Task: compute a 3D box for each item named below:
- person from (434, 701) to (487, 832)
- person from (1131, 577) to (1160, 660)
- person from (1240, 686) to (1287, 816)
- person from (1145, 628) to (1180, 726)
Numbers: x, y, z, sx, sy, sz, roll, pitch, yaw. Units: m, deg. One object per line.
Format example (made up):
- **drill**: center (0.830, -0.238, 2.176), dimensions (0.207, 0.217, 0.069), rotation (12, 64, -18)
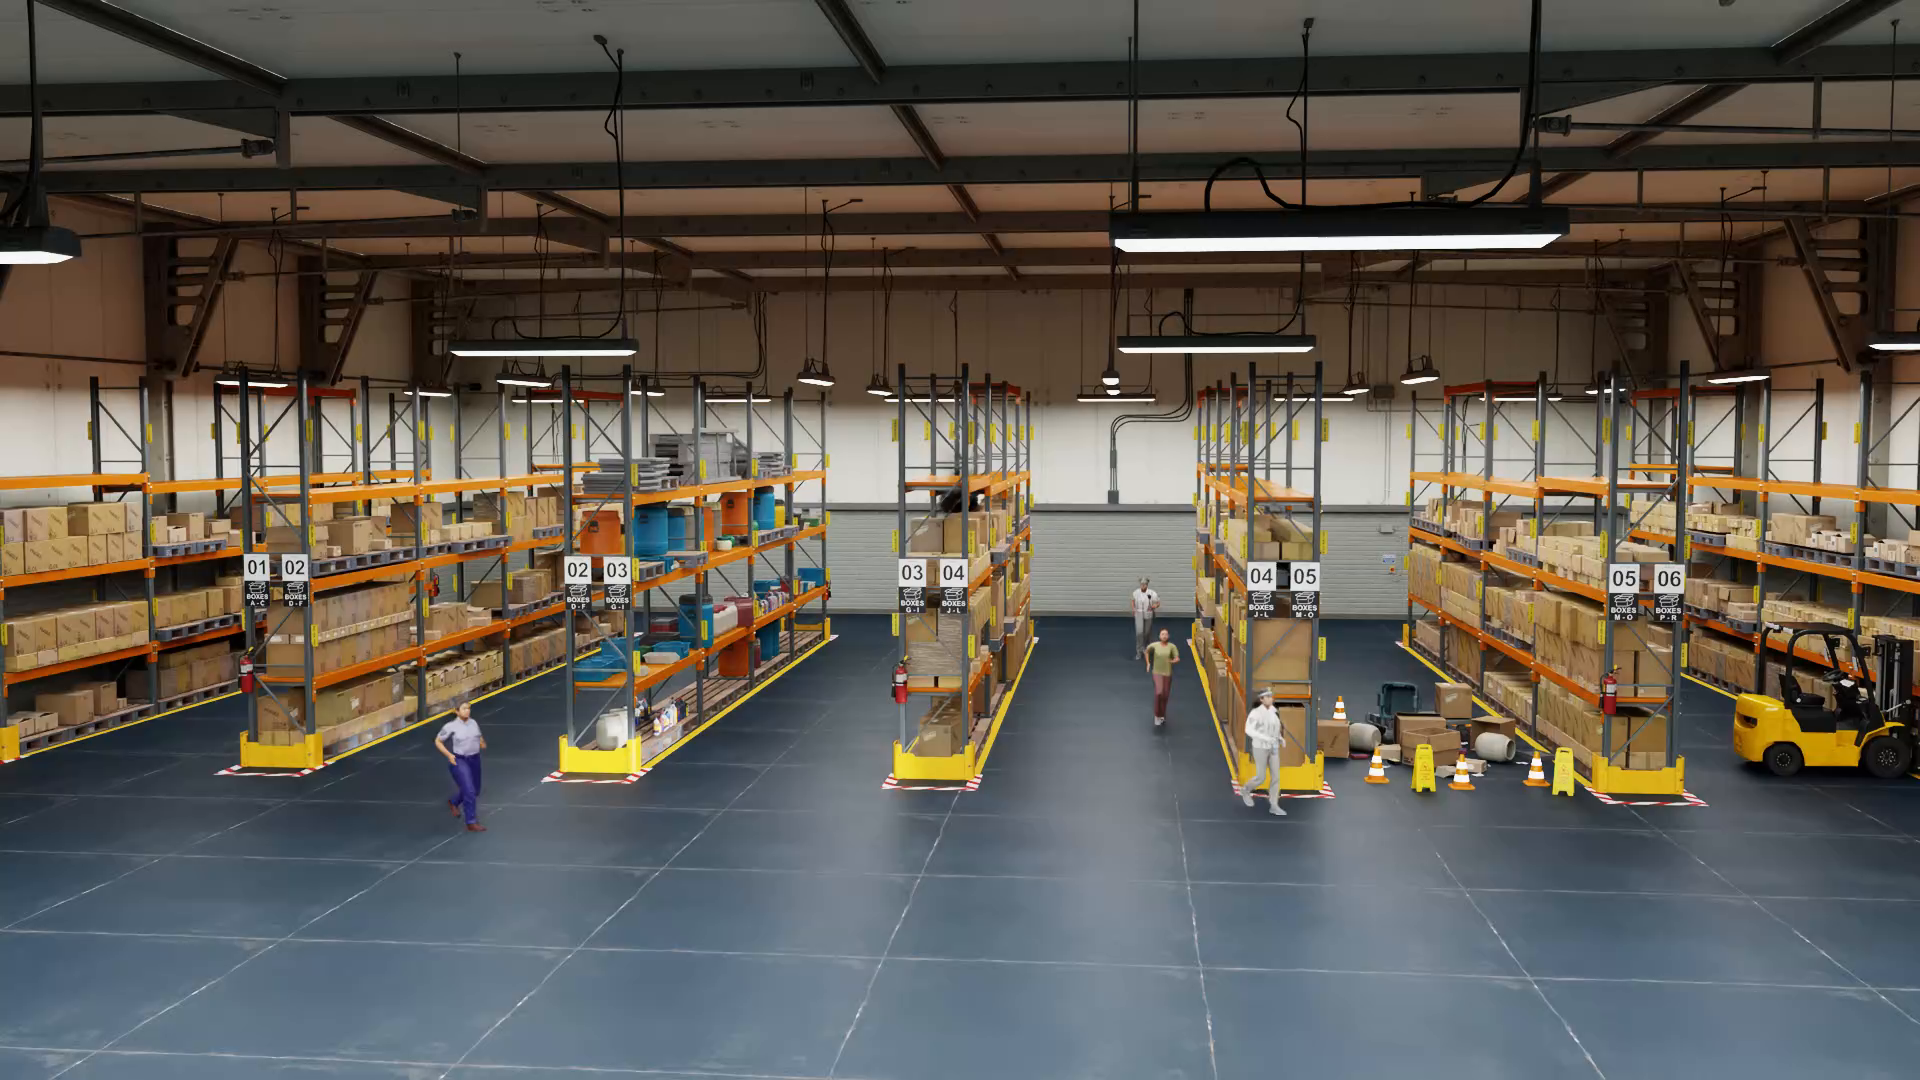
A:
- **person**: center (-6.287, 2.843, 21.044), dimensions (0.862, 1.605, 0.619), rotation (2, 4, 34)
- **person**: center (4.136, 1.744, 37.113), dimensions (0.669, 1.842, 0.833), rotation (1, 4, 10)
- **person**: center (4.012, 2.751, 21.914), dimensions (0.632, 1.672, 0.773), rotation (-2, 4, -32)
- **person**: center (3.479, 2.339, 28.519), dimensions (0.559, 1.671, 0.647), rotation (0, 4, -3)
